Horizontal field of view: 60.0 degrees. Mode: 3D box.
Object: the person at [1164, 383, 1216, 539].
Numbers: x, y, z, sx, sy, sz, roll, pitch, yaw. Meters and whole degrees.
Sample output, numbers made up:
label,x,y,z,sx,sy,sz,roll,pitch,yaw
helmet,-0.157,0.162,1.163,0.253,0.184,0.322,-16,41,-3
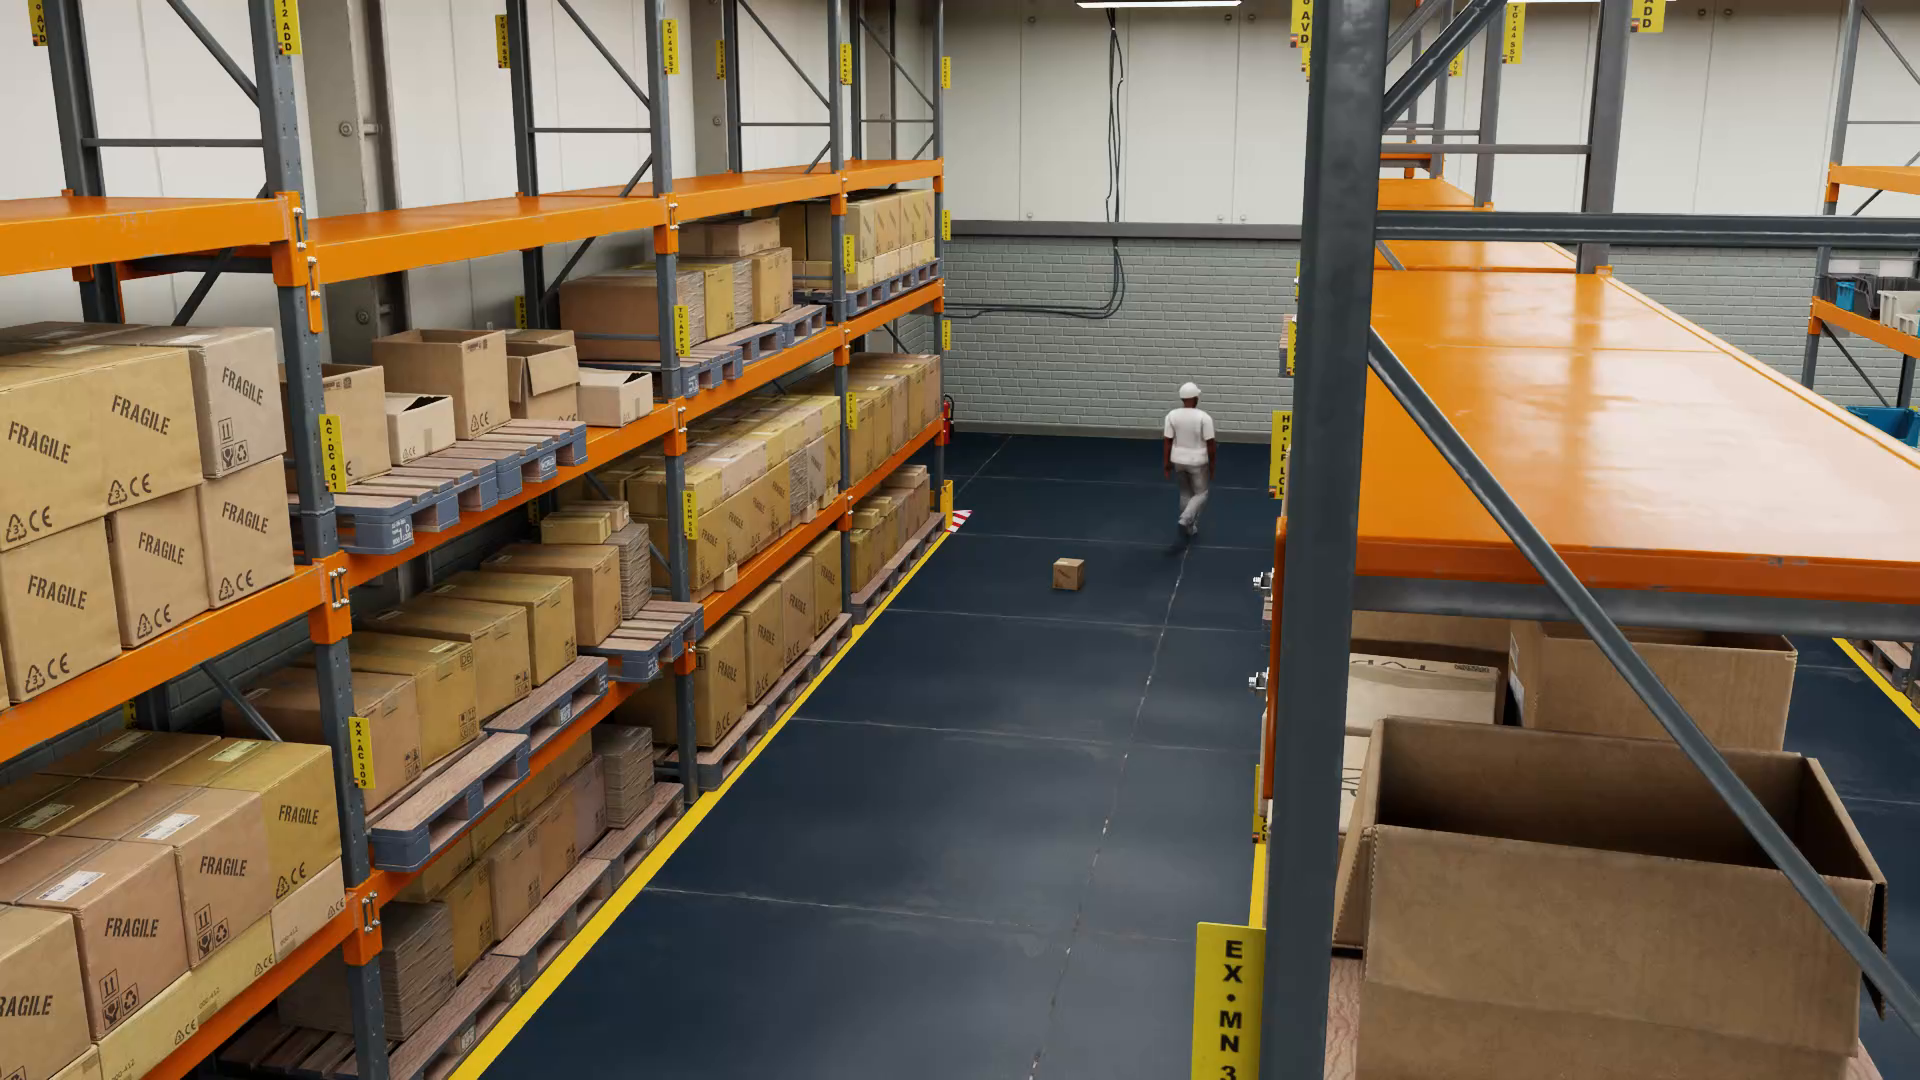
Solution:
label,x,y,z,sx,sy,sz,roll,pitch,yaw
person,2.515,-0.850,18.195,0.577,1.748,0.787,8,17,29
